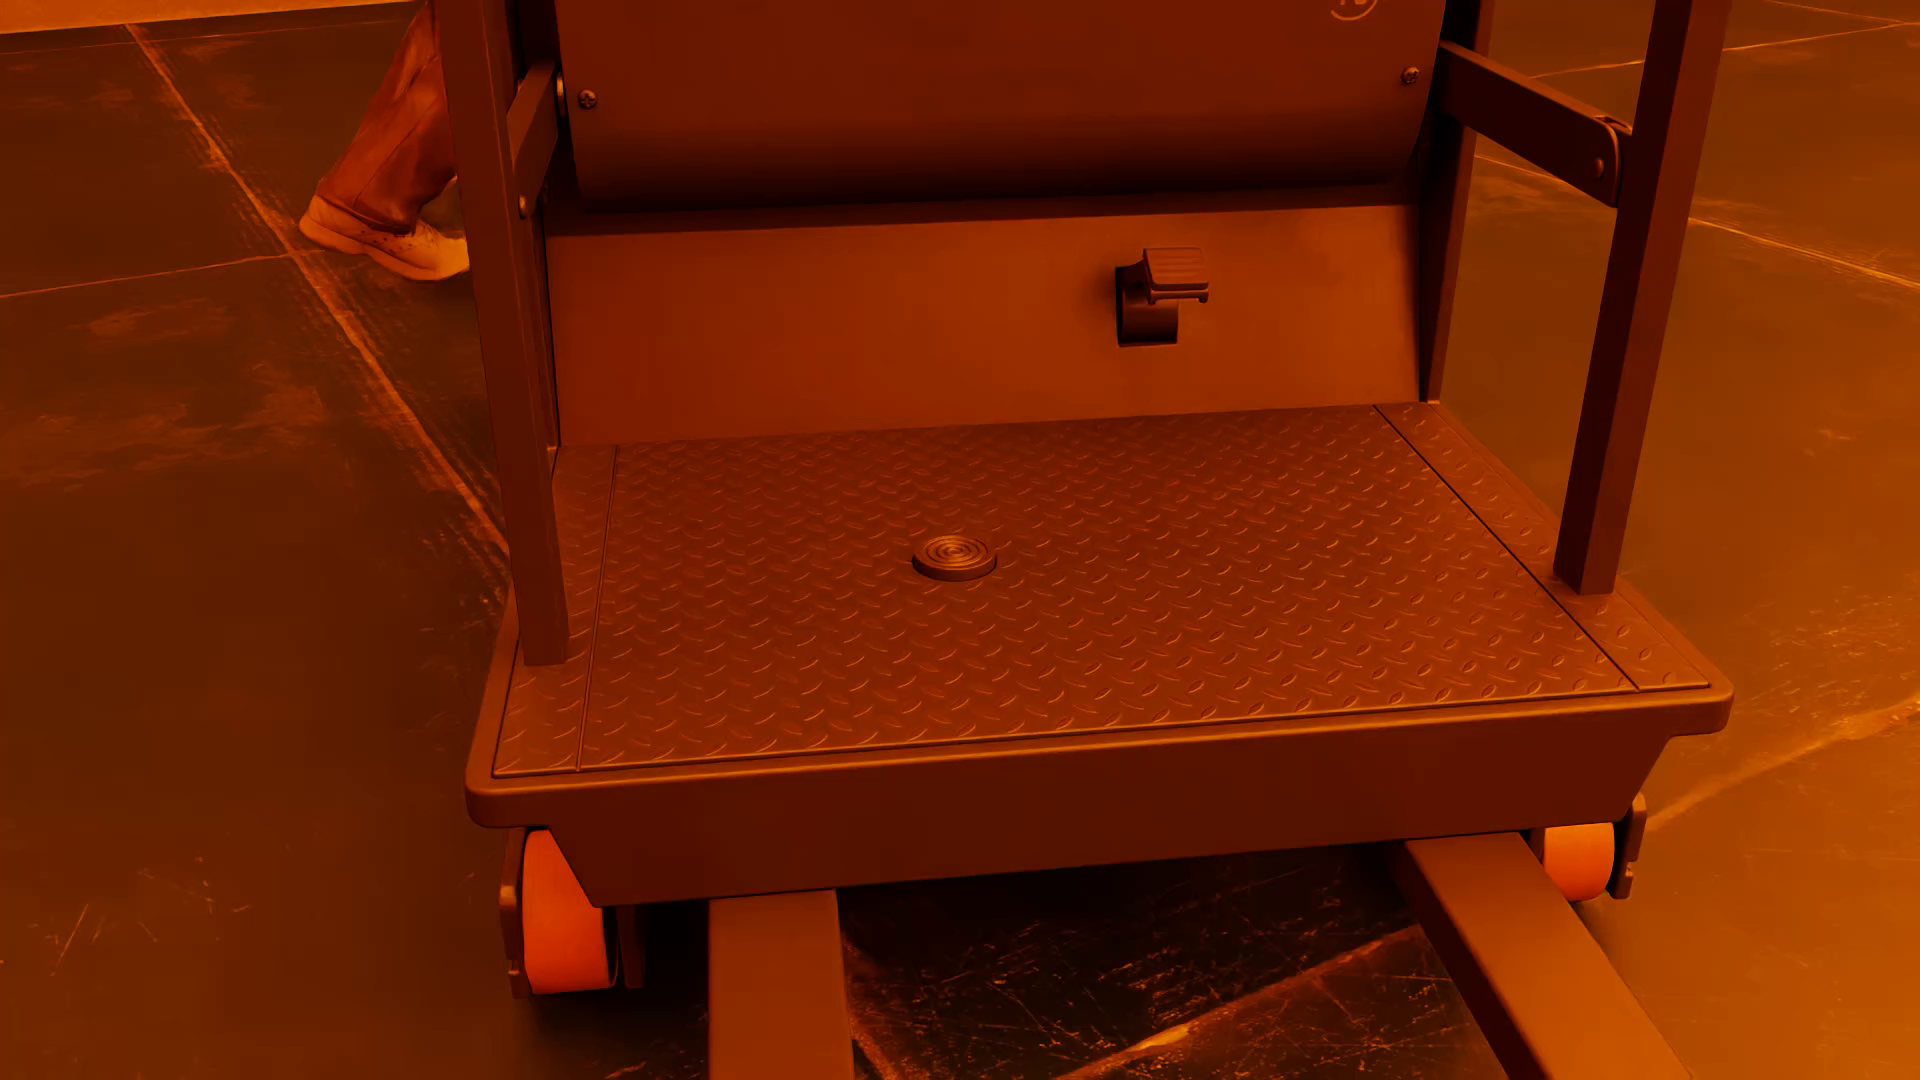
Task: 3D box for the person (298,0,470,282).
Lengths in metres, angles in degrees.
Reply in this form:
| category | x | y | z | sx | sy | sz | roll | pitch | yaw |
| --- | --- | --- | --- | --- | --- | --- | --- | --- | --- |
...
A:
| category | x | y | z | sx | sy | sz | roll | pitch | yaw |
| --- | --- | --- | --- | --- | --- | --- | --- | --- | --- |
| person | -1.140 | -1.389 | 3.305 | 0.585 | 1.669 | 0.928 | -10 | 29 | -20 |

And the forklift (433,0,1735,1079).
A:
| category | x | y | z | sx | sy | sz | roll | pitch | yaw |
| --- | --- | --- | --- | --- | --- | --- | --- | --- | --- |
| forklift | 0.081 | -1.033 | 1.297 | 1.130 | 2.935 | 3.031 | -3 | 27 | -7 |
